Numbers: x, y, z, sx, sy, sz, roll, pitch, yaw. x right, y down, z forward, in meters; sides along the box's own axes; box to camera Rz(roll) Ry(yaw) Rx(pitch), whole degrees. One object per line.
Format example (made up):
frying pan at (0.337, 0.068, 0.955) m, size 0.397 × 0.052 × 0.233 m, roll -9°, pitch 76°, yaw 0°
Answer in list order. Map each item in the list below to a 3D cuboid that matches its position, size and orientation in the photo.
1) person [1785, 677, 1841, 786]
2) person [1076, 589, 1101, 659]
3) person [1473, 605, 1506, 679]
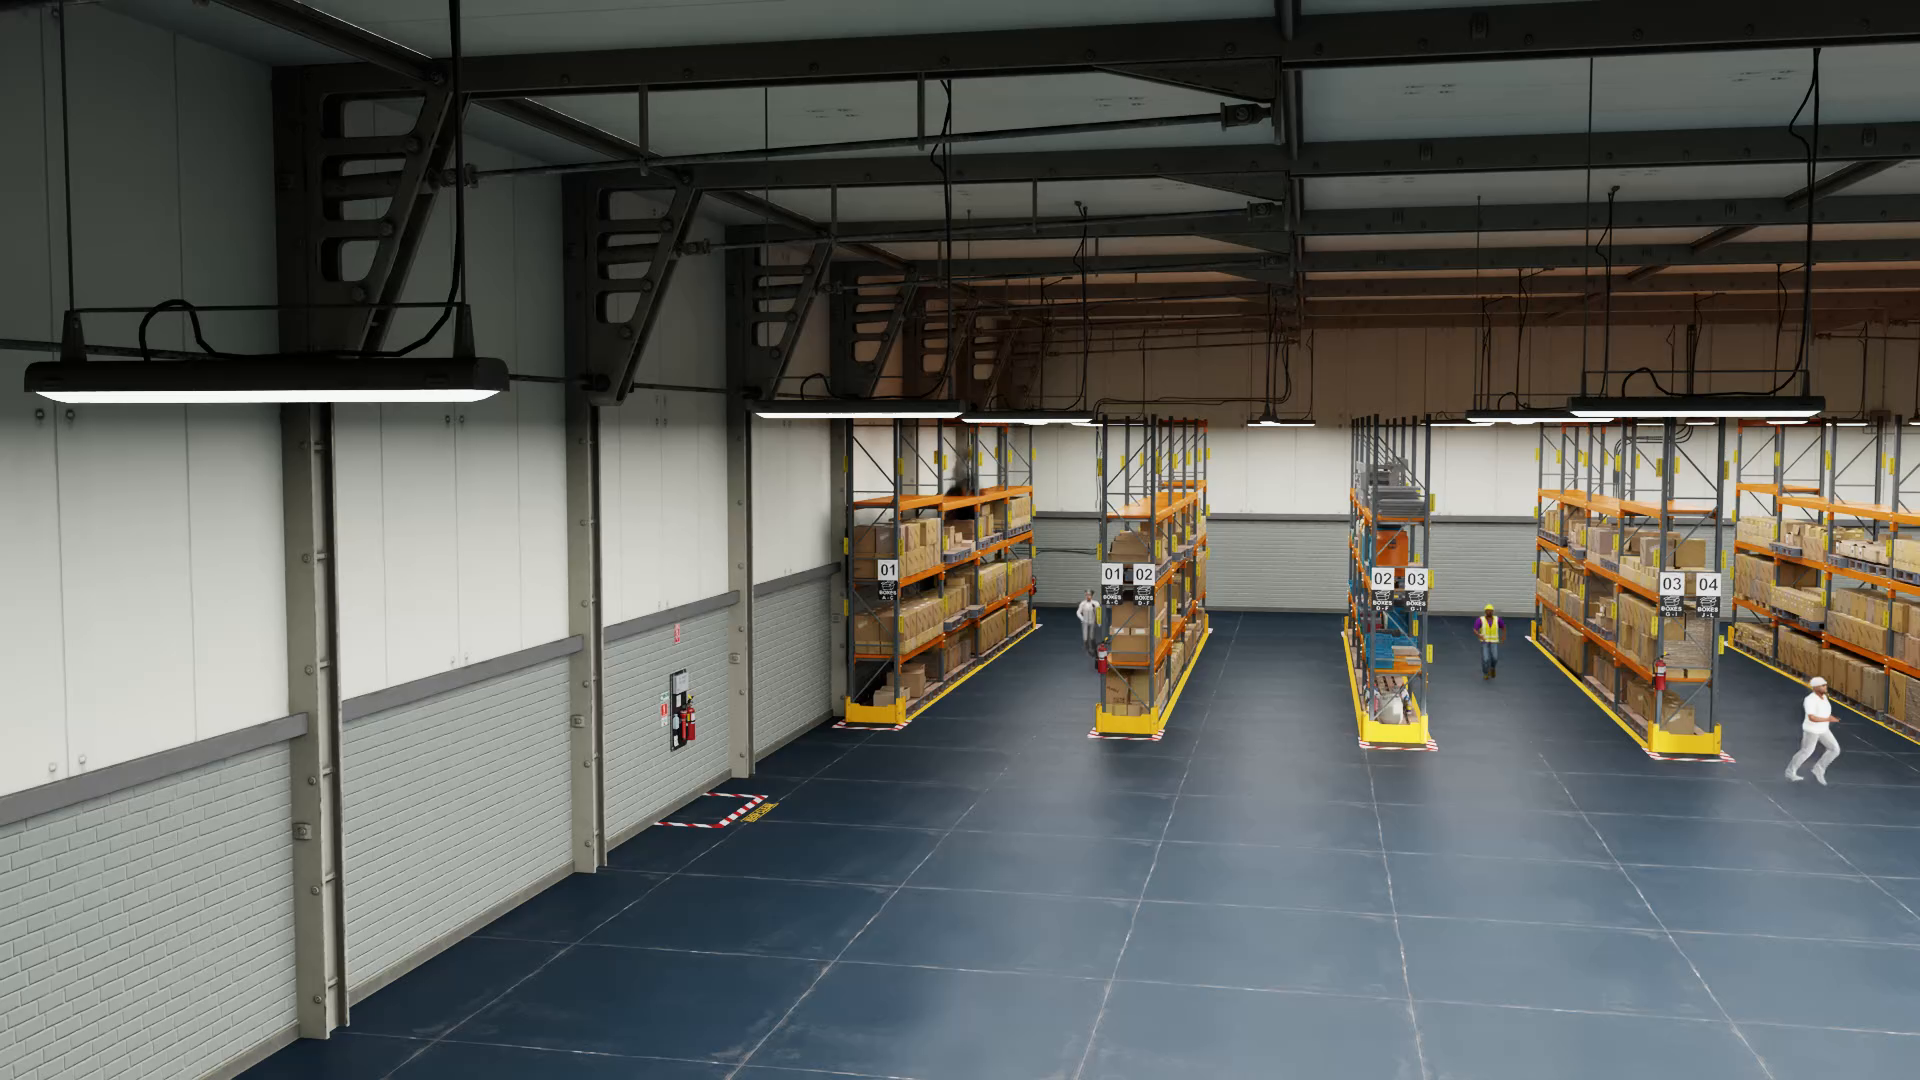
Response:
person at (13.749, 3.060, 26.688) m, size 0.710 × 1.755 × 0.860 m, roll -3°, pitch 5°, yaw -35°
person at (3.099, 2.015, 39.766) m, size 0.659 × 1.683 × 0.551 m, roll 1°, pitch 4°, yaw 14°
person at (12.060, 2.332, 37.830) m, size 0.746 × 1.724 × 0.593 m, roll 1°, pitch 4°, yaw 8°
